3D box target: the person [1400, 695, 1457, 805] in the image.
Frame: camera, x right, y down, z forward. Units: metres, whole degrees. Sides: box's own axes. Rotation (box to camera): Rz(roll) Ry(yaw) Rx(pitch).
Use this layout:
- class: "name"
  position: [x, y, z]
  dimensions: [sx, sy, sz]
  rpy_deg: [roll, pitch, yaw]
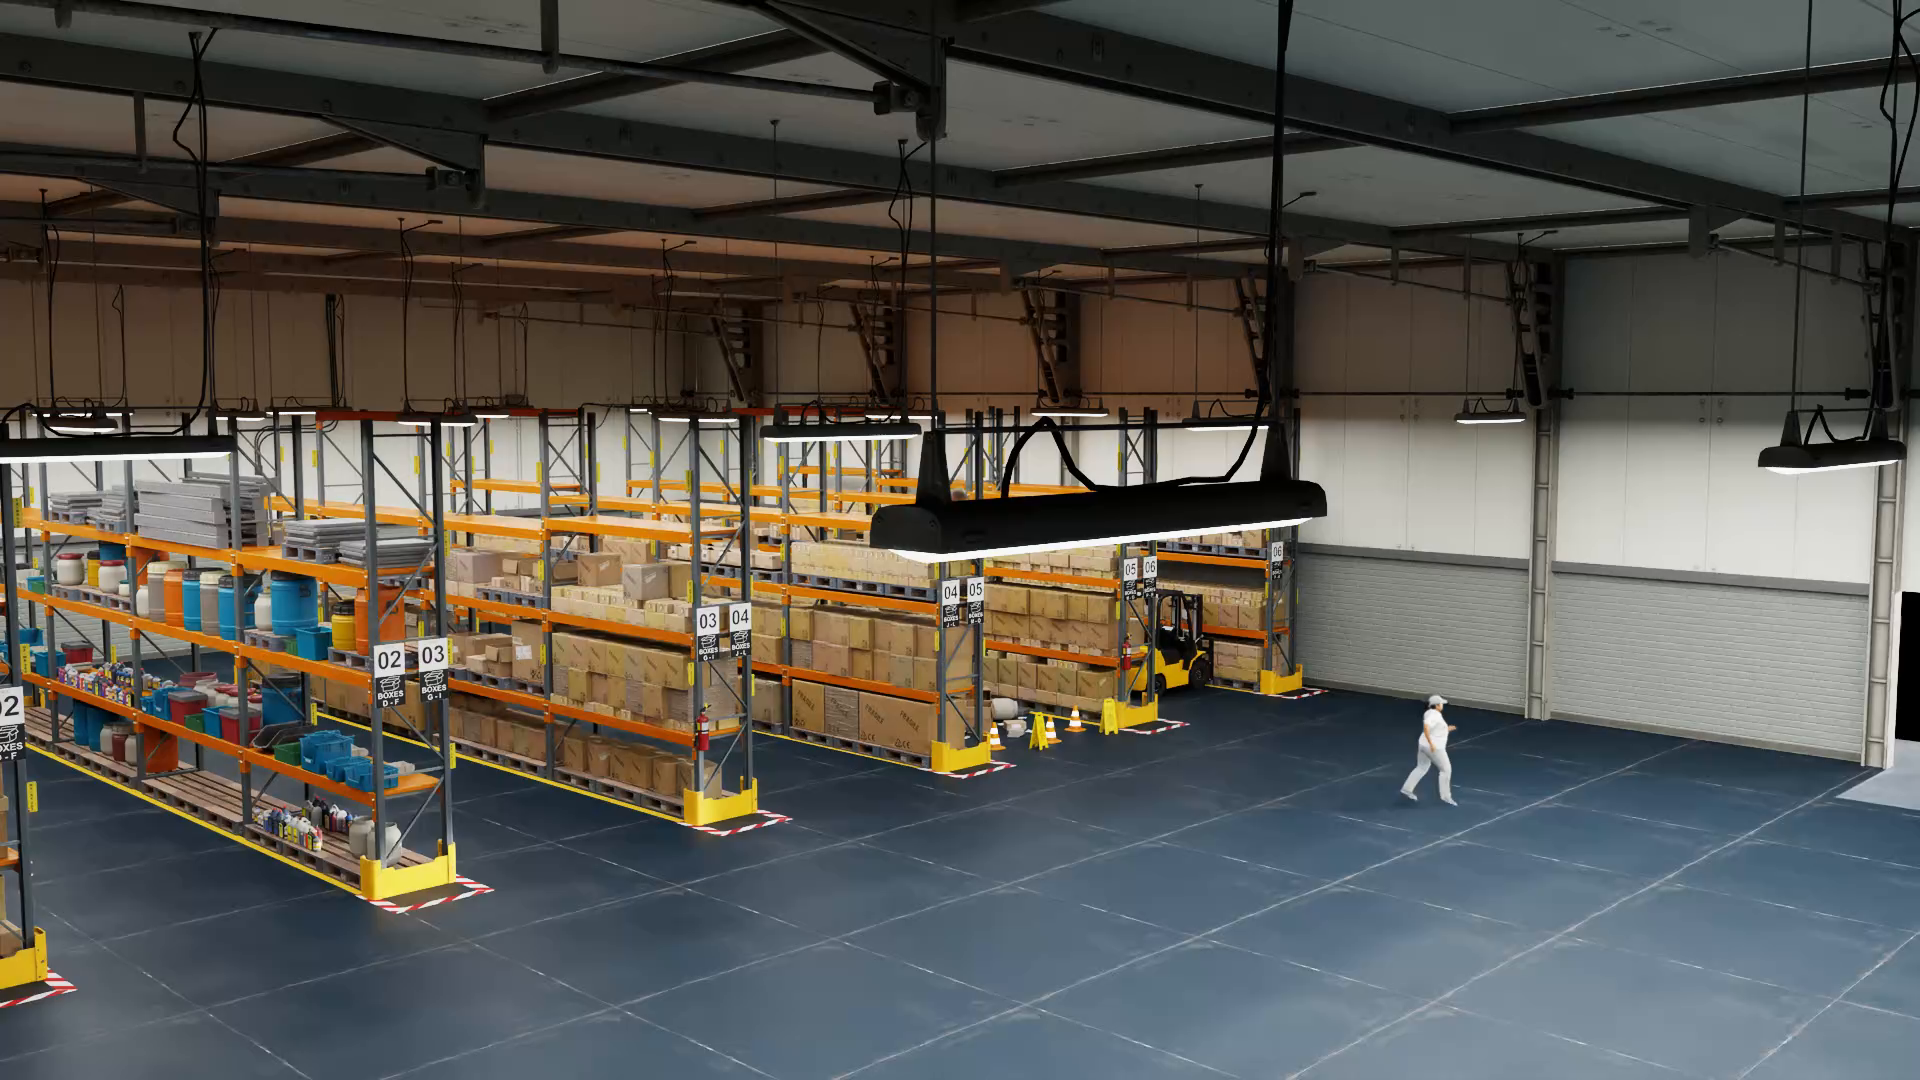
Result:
- class: "person"
  position: [7.215, 3.232, 25.536]
  dimensions: [0.855, 1.711, 0.580]
  rpy_deg: [-1, 5, -9]

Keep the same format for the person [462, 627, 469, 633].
- class: "person"
  position: [-9.916, 2.543, 33.489]
  dimensions: [0.838, 1.607, 0.531]
  rpy_deg: [4, 6, 38]
